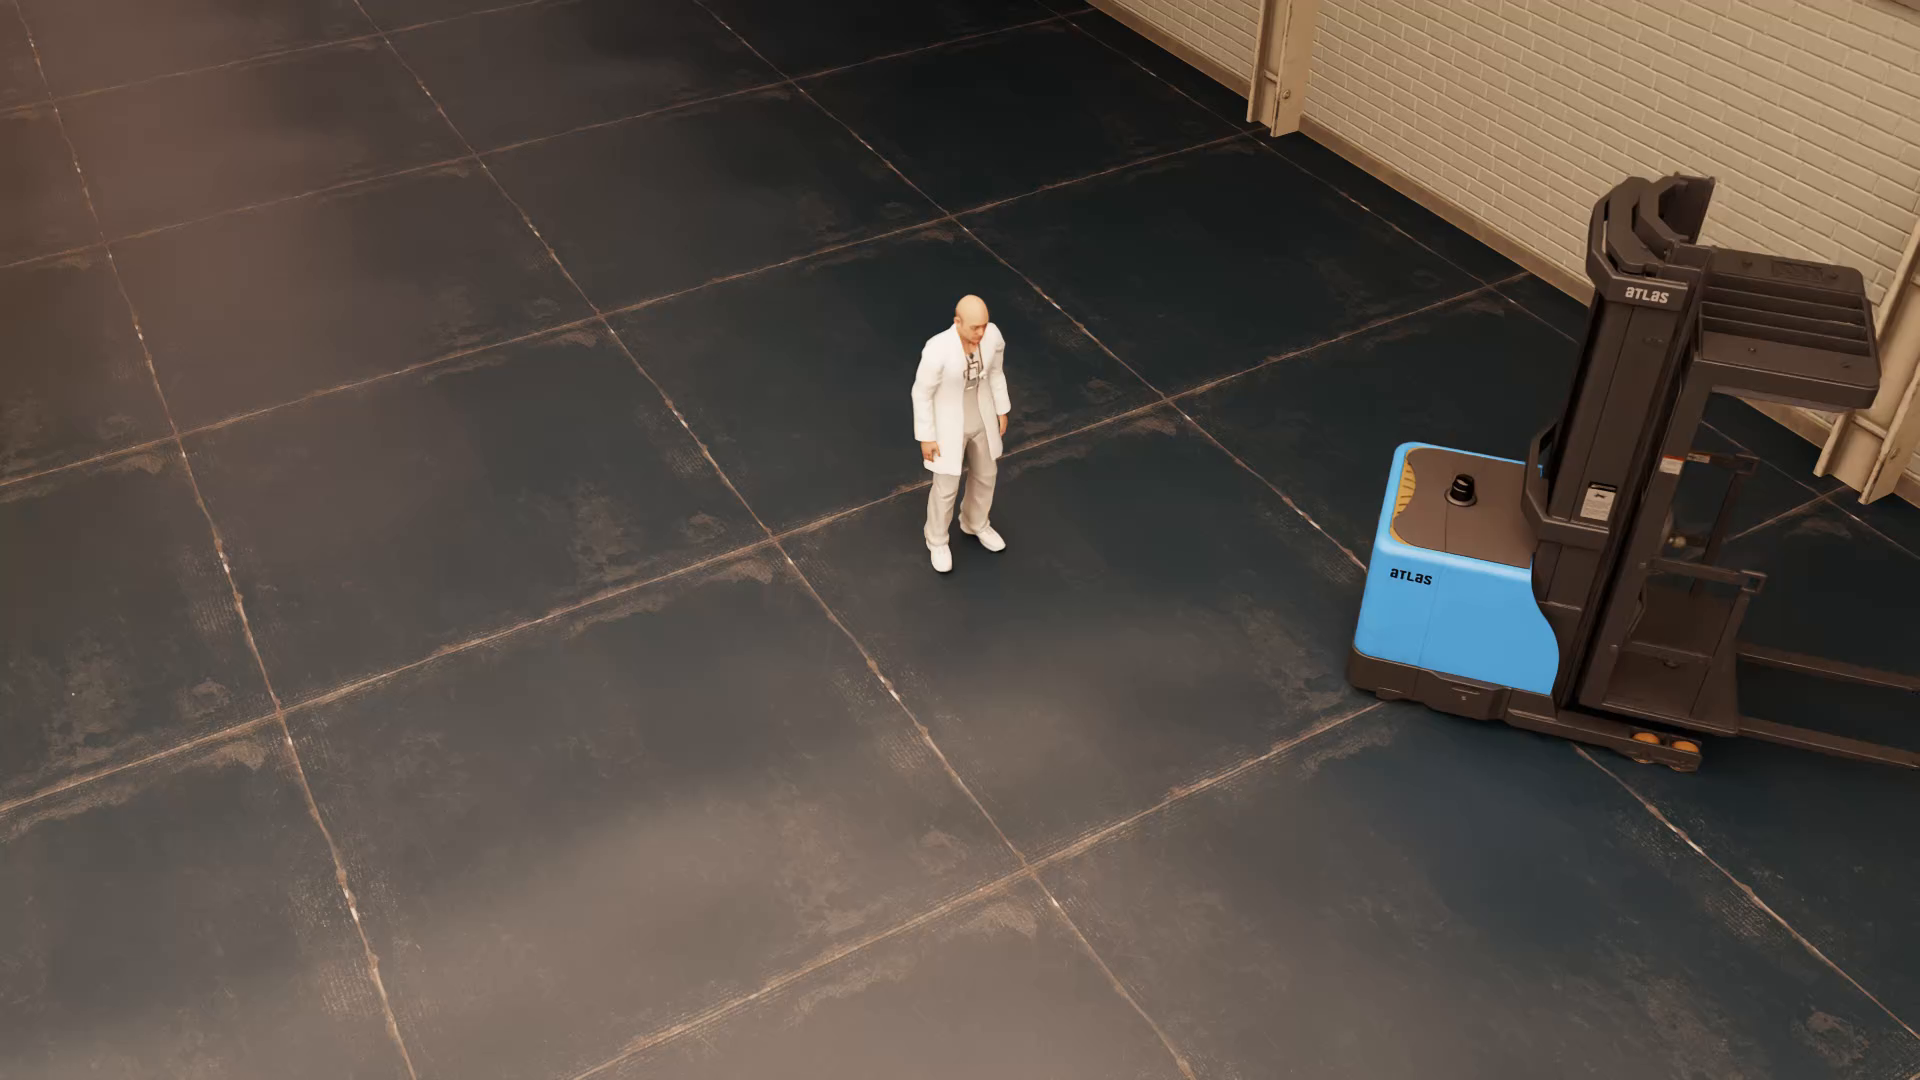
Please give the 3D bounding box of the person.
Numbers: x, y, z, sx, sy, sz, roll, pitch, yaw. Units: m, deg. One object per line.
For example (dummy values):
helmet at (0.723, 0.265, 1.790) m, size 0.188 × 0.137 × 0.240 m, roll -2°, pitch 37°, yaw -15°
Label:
person at (0.024, -0.668, 9.749) m, size 0.644 × 1.773 × 0.431 m, roll -22°, pitch 44°, yaw -24°

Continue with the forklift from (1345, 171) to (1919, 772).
forklift at (3.731, -0.279, 8.373) m, size 3.031 × 2.935 × 1.130 m, roll 12°, pitch 41°, yaw 14°
